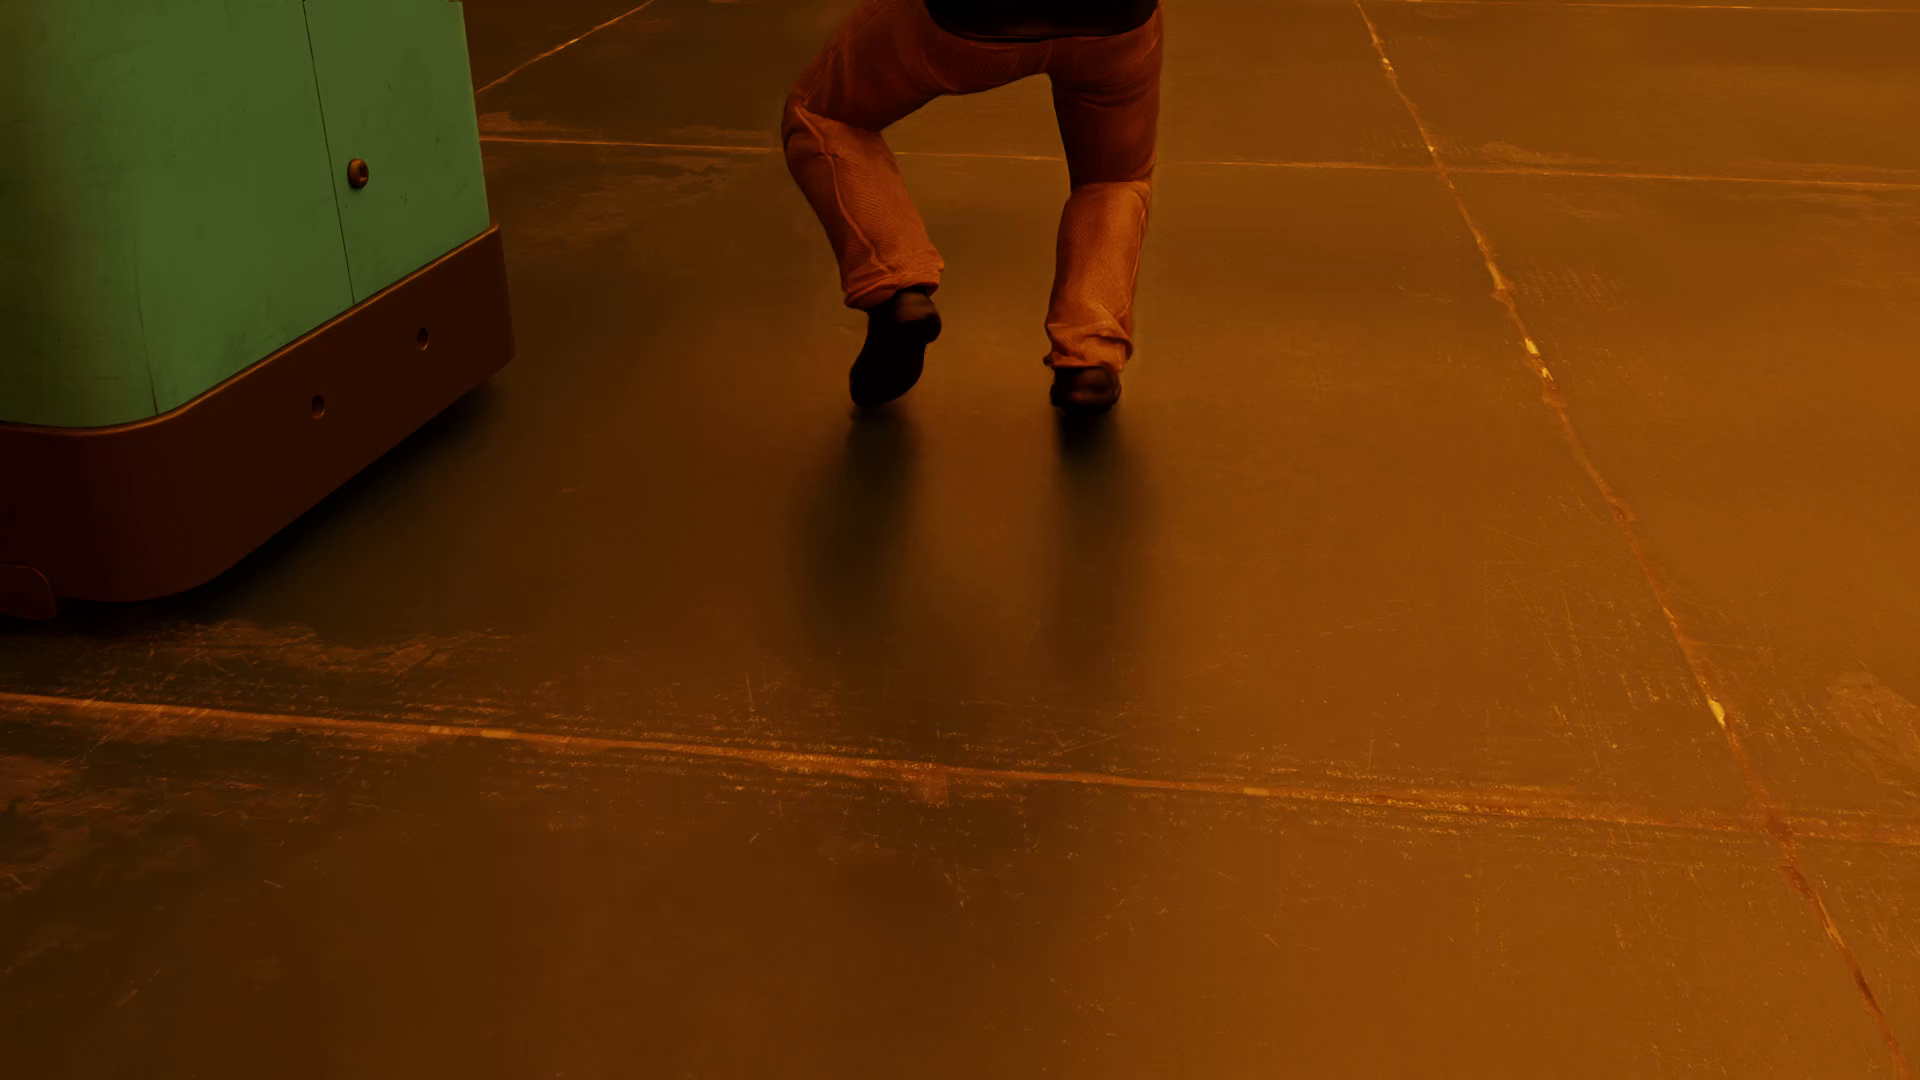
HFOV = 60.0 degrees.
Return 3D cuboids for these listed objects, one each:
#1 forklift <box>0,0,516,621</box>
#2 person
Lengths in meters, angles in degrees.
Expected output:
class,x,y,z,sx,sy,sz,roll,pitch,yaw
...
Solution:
class,x,y,z,sx,sy,sz,roll,pitch,yaw
forklift,-2.376,-1.536,2.296,3.031,2.935,1.130,6,27,12
person,0.014,-0.927,2.597,0.949,1.599,0.751,-3,27,-7
